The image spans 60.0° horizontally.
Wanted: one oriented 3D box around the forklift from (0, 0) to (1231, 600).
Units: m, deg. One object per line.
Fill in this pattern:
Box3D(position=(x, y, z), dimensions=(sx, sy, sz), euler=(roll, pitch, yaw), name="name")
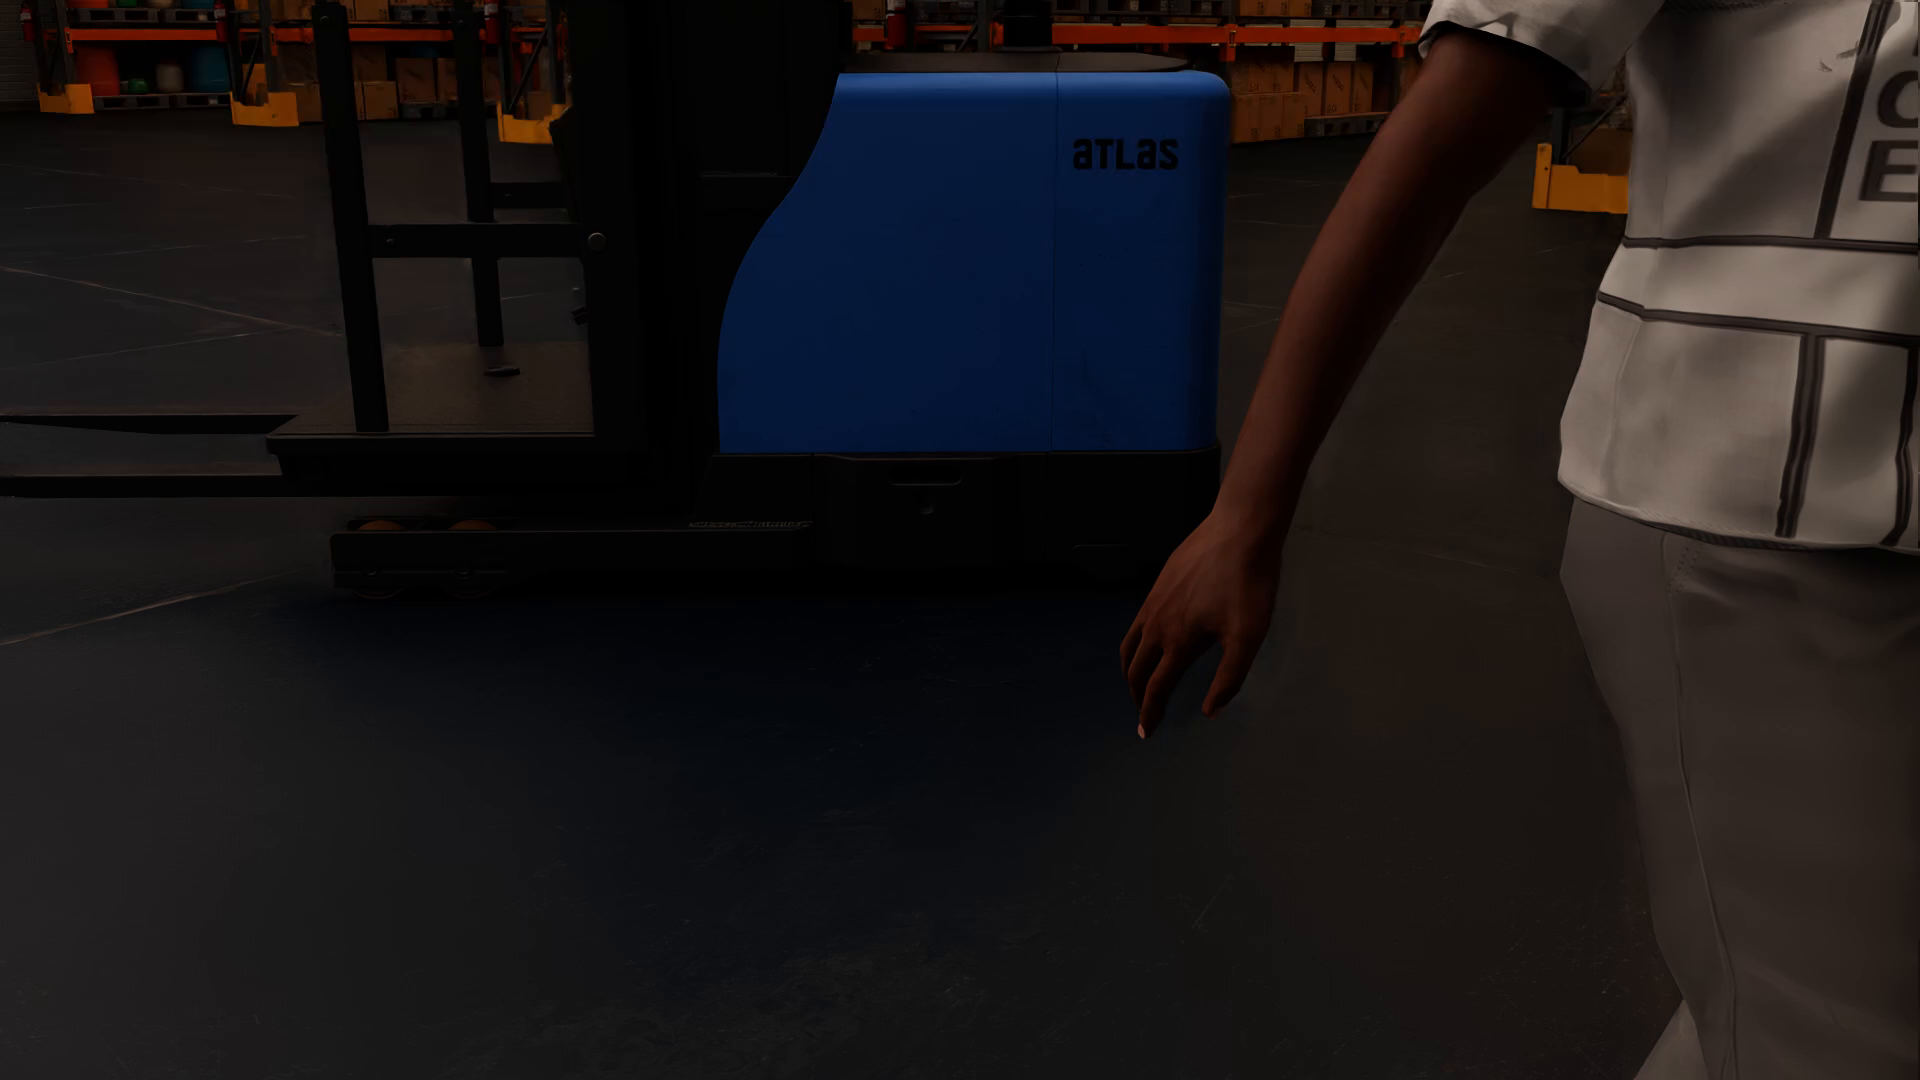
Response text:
Box3D(position=(-0.963, -1.430, 3.608), dimensions=(3.031, 2.935, 1.130), euler=(0, 17, -1), name="forklift")
